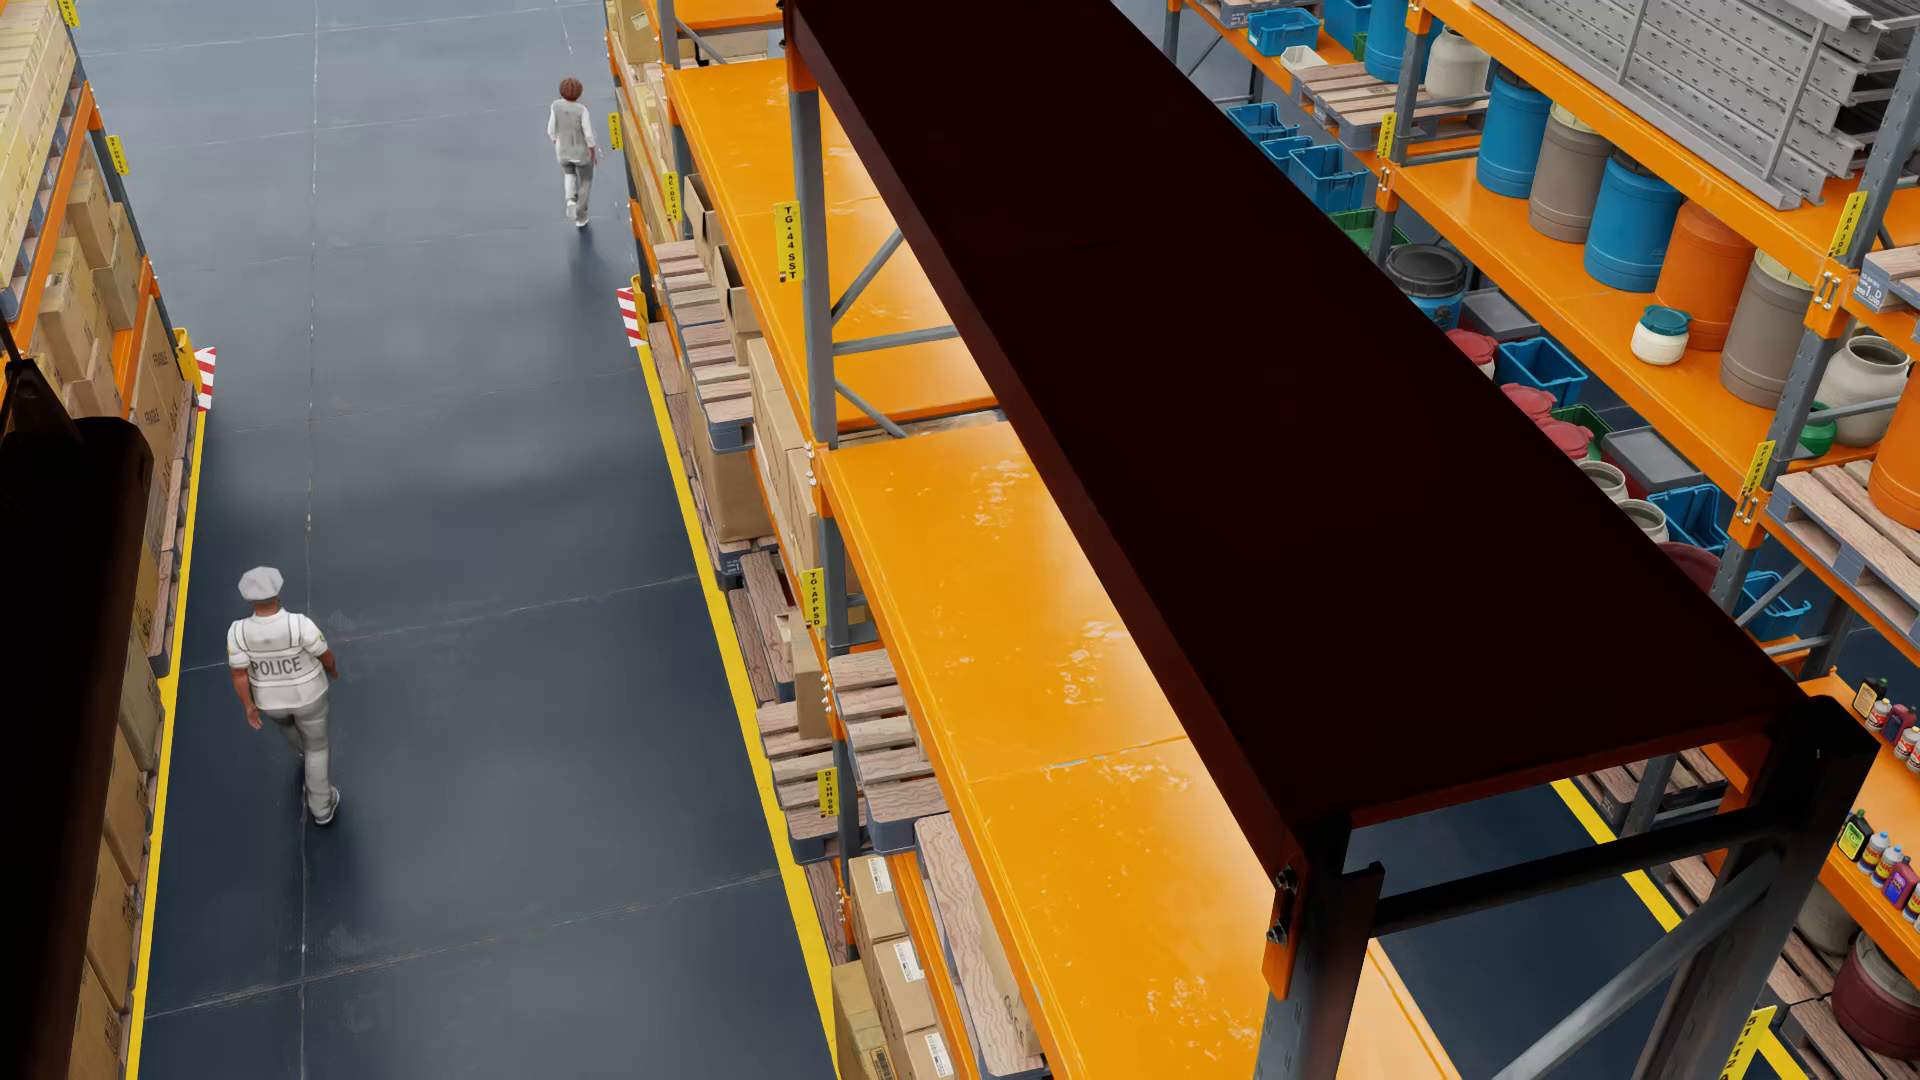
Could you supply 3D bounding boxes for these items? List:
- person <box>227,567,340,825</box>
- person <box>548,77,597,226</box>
[{"bbox_3d":[-4.121,0.867,10.317,0.553,1.707,0.918,-2,38,-3],"label":"person"},{"bbox_3d":[-3.791,-3.772,16.340,0.481,1.570,0.496,4,39,5],"label":"person"}]
